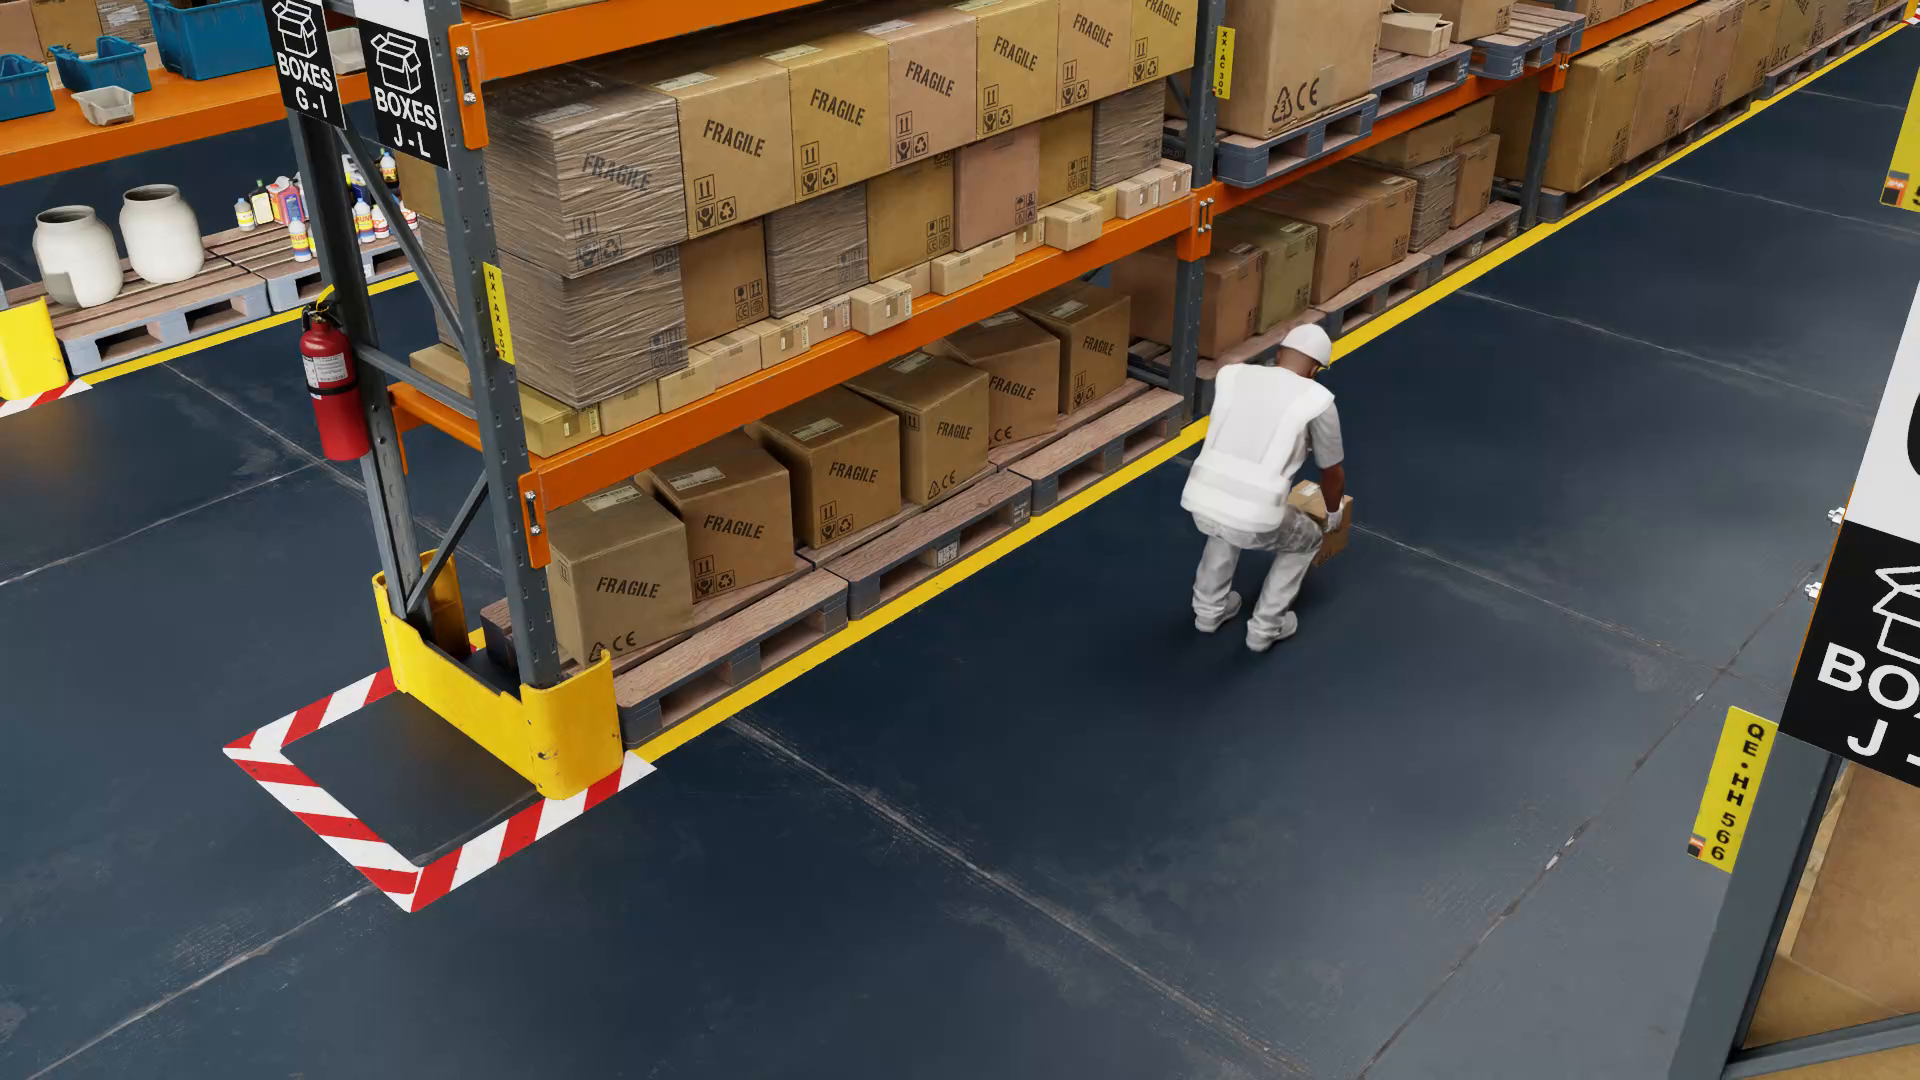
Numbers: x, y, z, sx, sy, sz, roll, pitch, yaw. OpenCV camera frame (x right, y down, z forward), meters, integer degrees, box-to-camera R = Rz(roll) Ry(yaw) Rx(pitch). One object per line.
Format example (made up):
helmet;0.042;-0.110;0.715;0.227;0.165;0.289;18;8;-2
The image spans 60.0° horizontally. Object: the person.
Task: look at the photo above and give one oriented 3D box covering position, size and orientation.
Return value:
person;1.235;-0.211;6.941;0.610;1.293;0.823;25;39;35
